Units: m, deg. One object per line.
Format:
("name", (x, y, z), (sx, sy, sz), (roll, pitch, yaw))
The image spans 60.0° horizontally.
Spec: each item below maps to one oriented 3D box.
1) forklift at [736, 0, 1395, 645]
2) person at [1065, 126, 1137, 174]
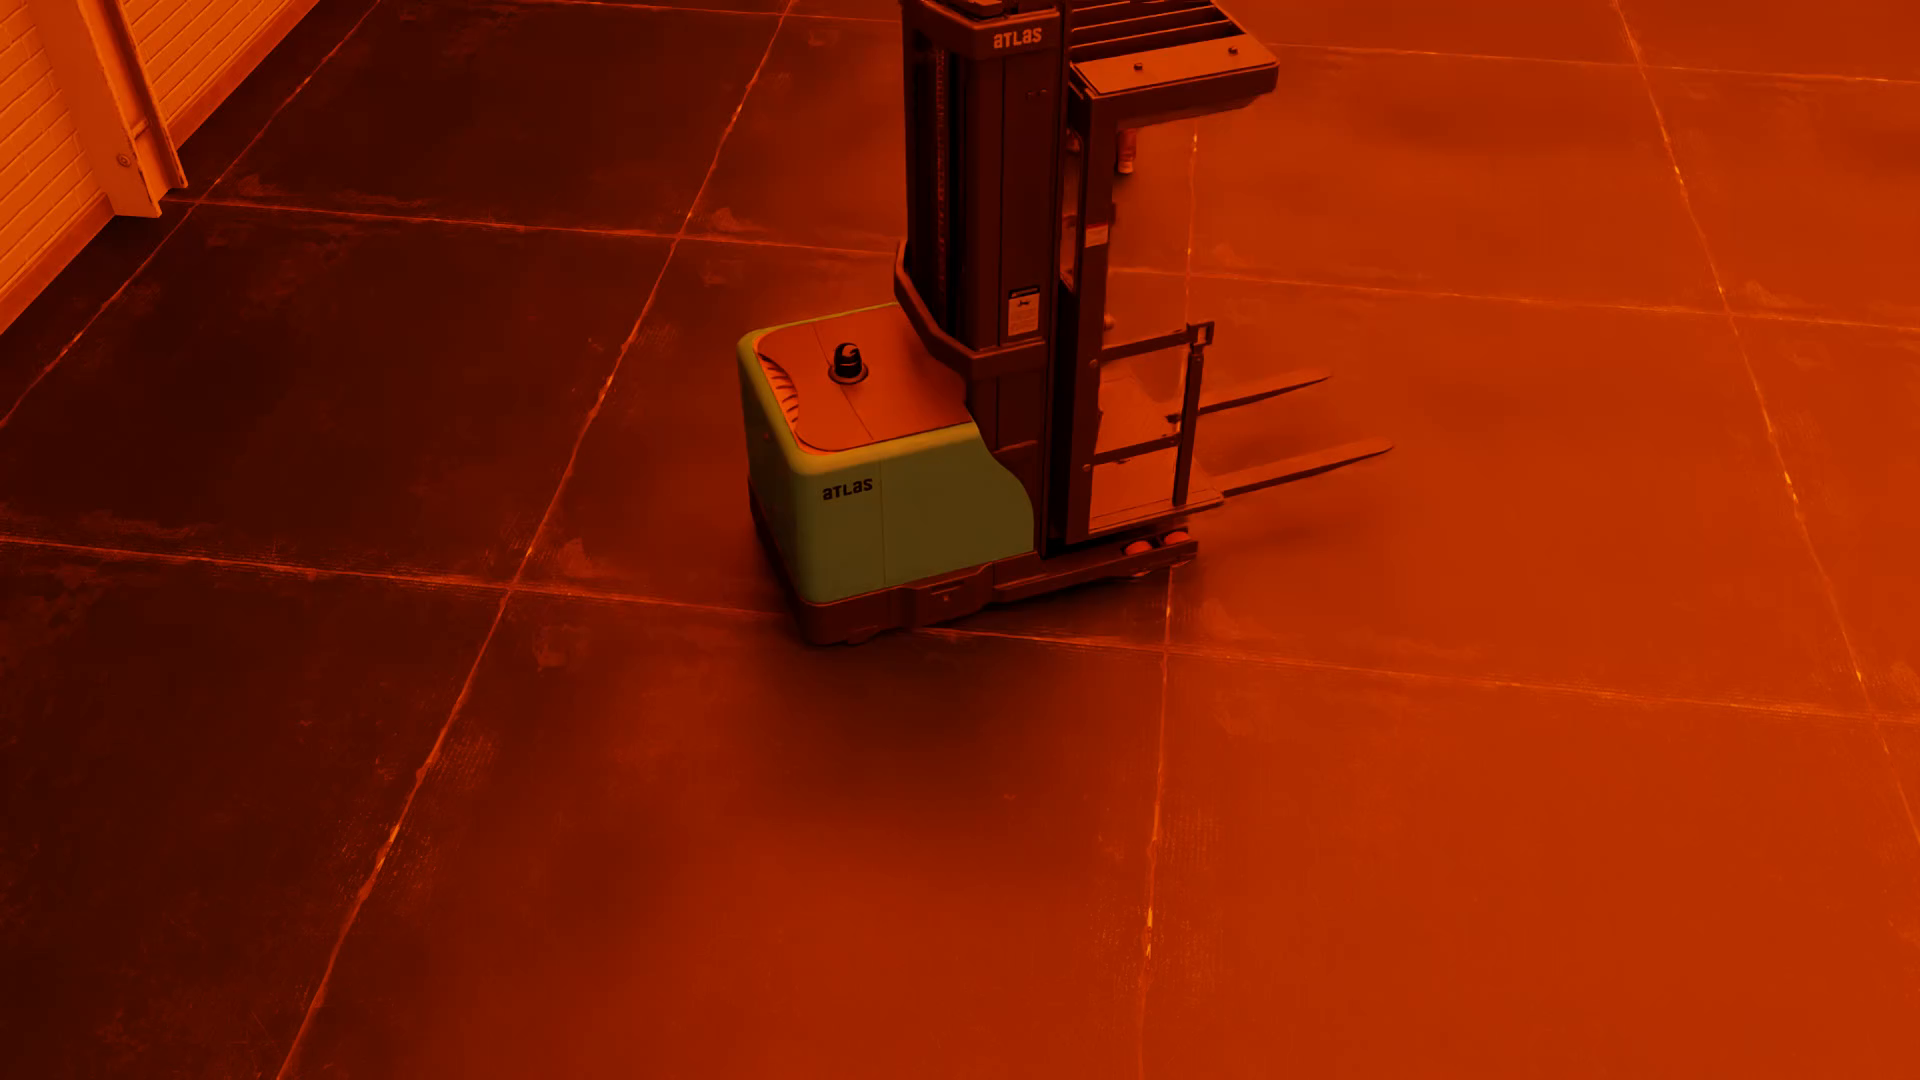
("forklift", (0.574, -1.233, 7.066), (3.031, 2.935, 1.130), (-14, 44, -15))
("person", (0.921, -3.072, 9.990), (0.699, 1.828, 0.559), (-5, 43, -5))
